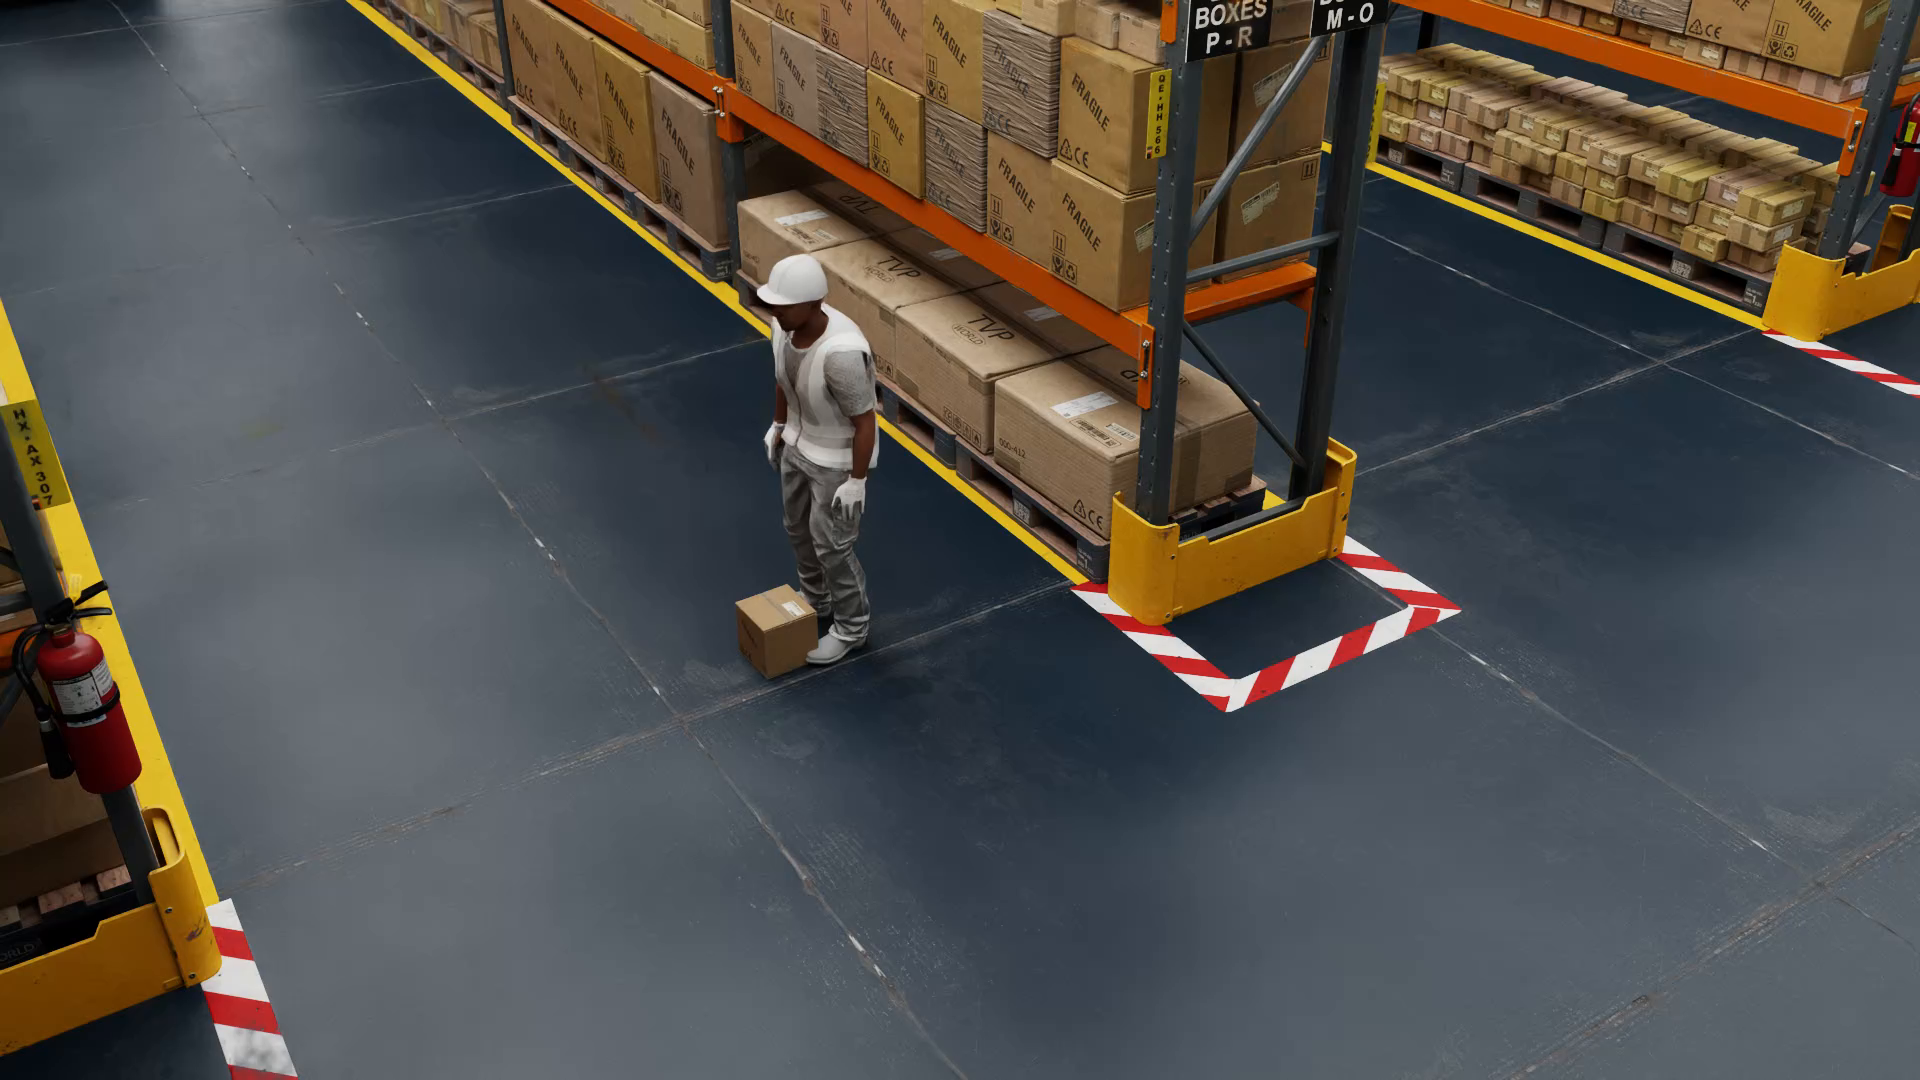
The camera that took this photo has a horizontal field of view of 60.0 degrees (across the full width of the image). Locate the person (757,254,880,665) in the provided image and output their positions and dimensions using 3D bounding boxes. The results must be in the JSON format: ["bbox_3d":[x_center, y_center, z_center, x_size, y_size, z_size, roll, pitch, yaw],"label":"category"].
[{"bbox_3d":[-0.567,-0.328,6.645,0.449,1.774,0.627,-21,38,-30],"label":"person"}]
